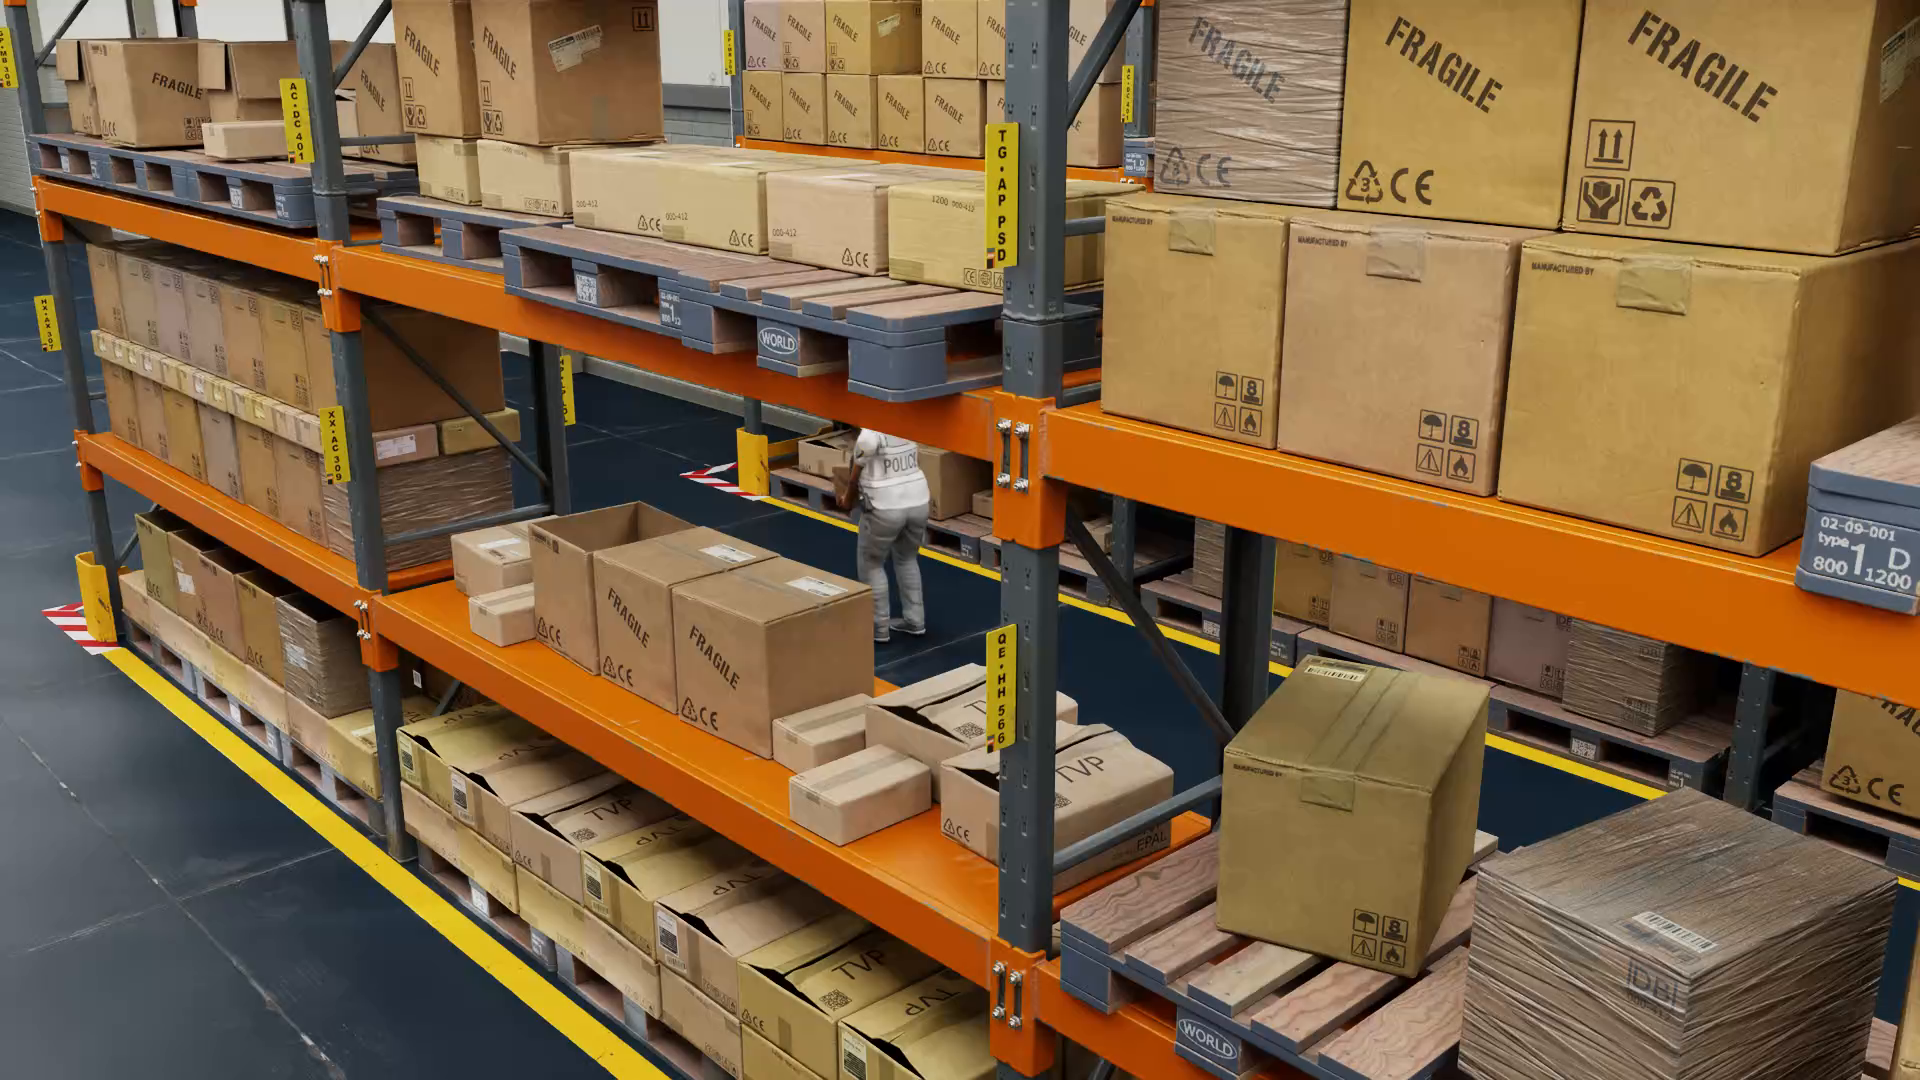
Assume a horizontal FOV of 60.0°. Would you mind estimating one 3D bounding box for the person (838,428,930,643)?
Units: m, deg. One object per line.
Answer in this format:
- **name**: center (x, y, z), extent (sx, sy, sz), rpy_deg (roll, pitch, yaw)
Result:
- **person**: center (-0.467, -0.194, 10.185), extent (0.452, 1.661, 0.552), rpy_deg (-16, 24, -42)
